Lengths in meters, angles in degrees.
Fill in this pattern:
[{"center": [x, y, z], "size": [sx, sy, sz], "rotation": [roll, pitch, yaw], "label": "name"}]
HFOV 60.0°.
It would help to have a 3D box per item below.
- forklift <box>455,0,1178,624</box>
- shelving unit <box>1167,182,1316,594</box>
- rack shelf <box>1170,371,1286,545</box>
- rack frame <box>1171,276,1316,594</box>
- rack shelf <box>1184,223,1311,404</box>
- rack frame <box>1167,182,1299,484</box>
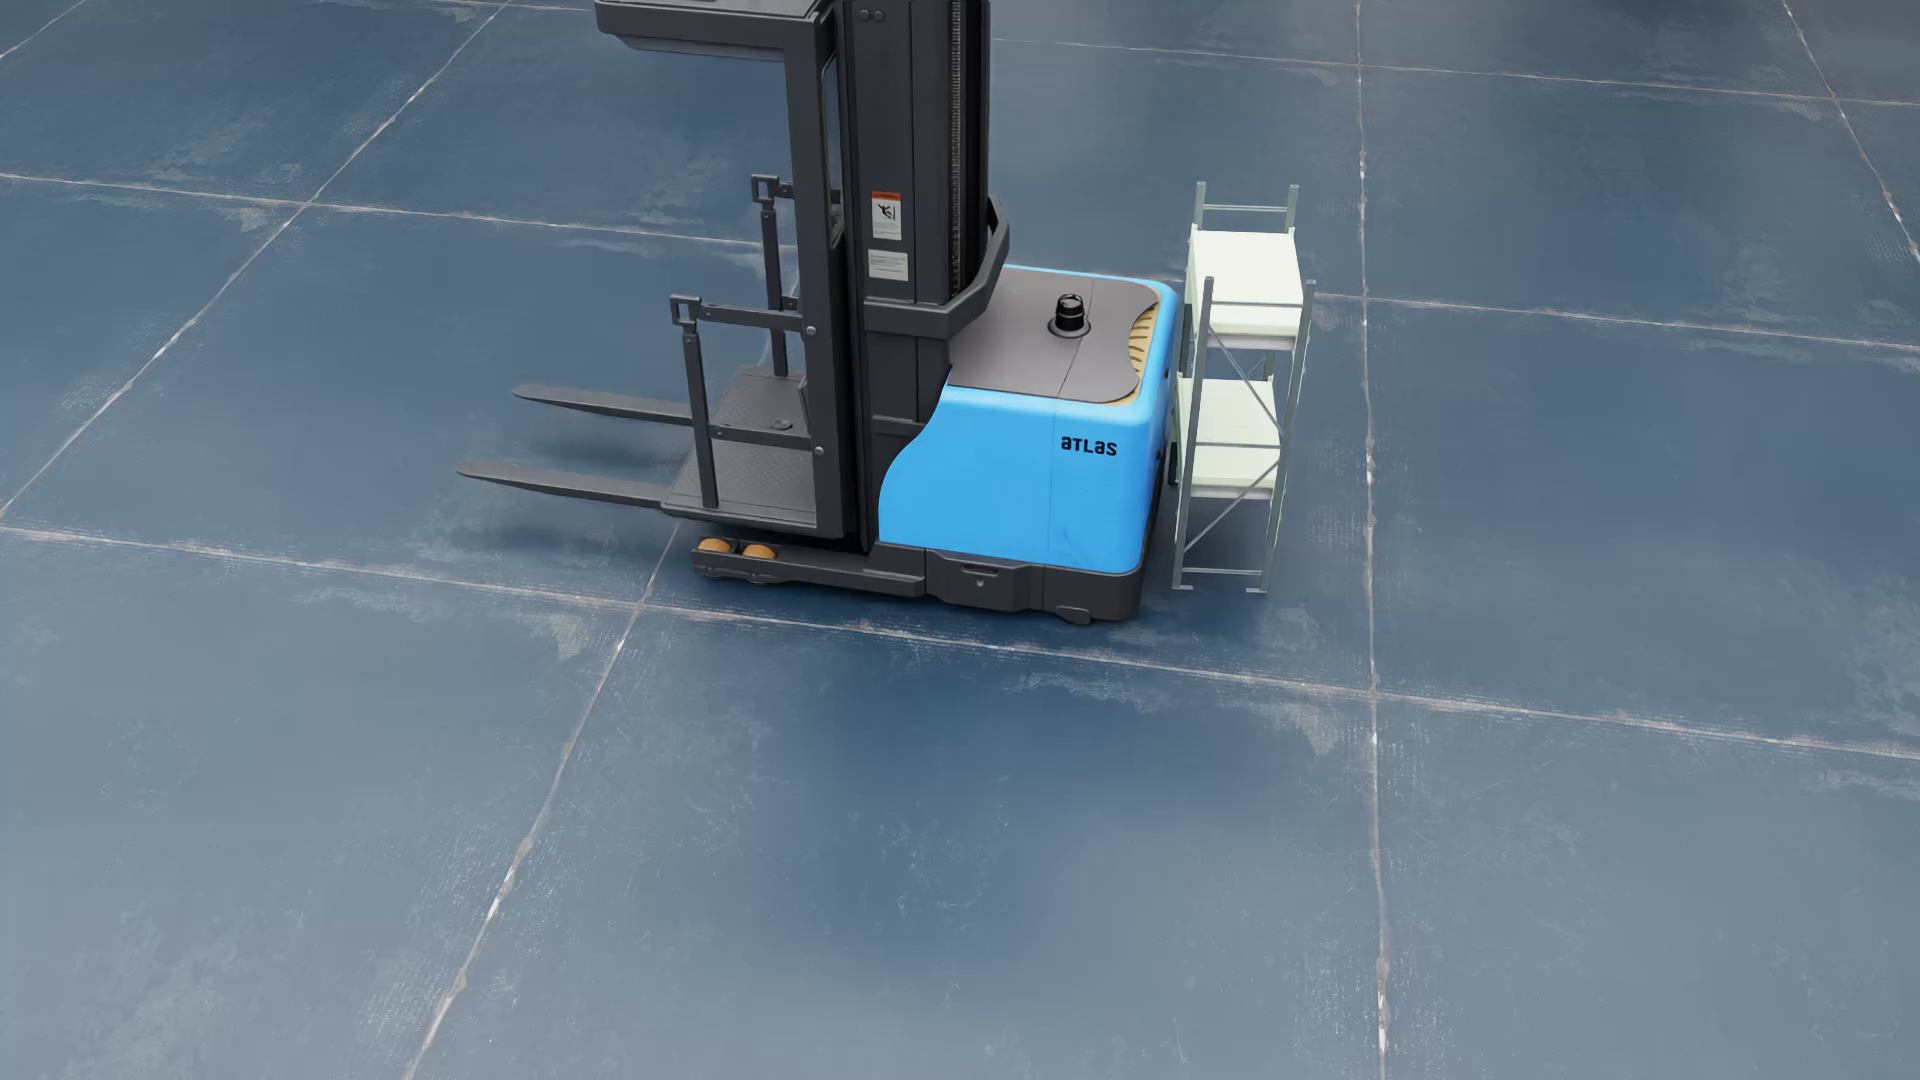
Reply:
[{"center": [-0.662, -1.265, 6.480], "size": [3.031, 2.935, 1.130], "rotation": [8, 40, 9], "label": "forklift"}, {"center": [1.117, -0.601, 6.799], "size": [0.431, 1.500, 0.755], "rotation": [3, 40, 3], "label": "shelving unit"}, {"center": [1.117, -0.349, 7.007], "size": [0.431, 0.370, 0.720], "rotation": [3, 40, 3], "label": "rack shelf"}, {"center": [1.090, -0.368, 6.518], "size": [0.400, 1.500, 0.023], "rotation": [3, 40, 3], "label": "rack frame"}, {"center": [1.117, -0.901, 6.551], "size": [0.431, 0.370, 0.720], "rotation": [3, 40, 3], "label": "rack shelf"}, {"center": [1.143, -0.833, 7.081], "size": [0.400, 1.500, 0.023], "rotation": [3, 40, 3], "label": "rack frame"}]
